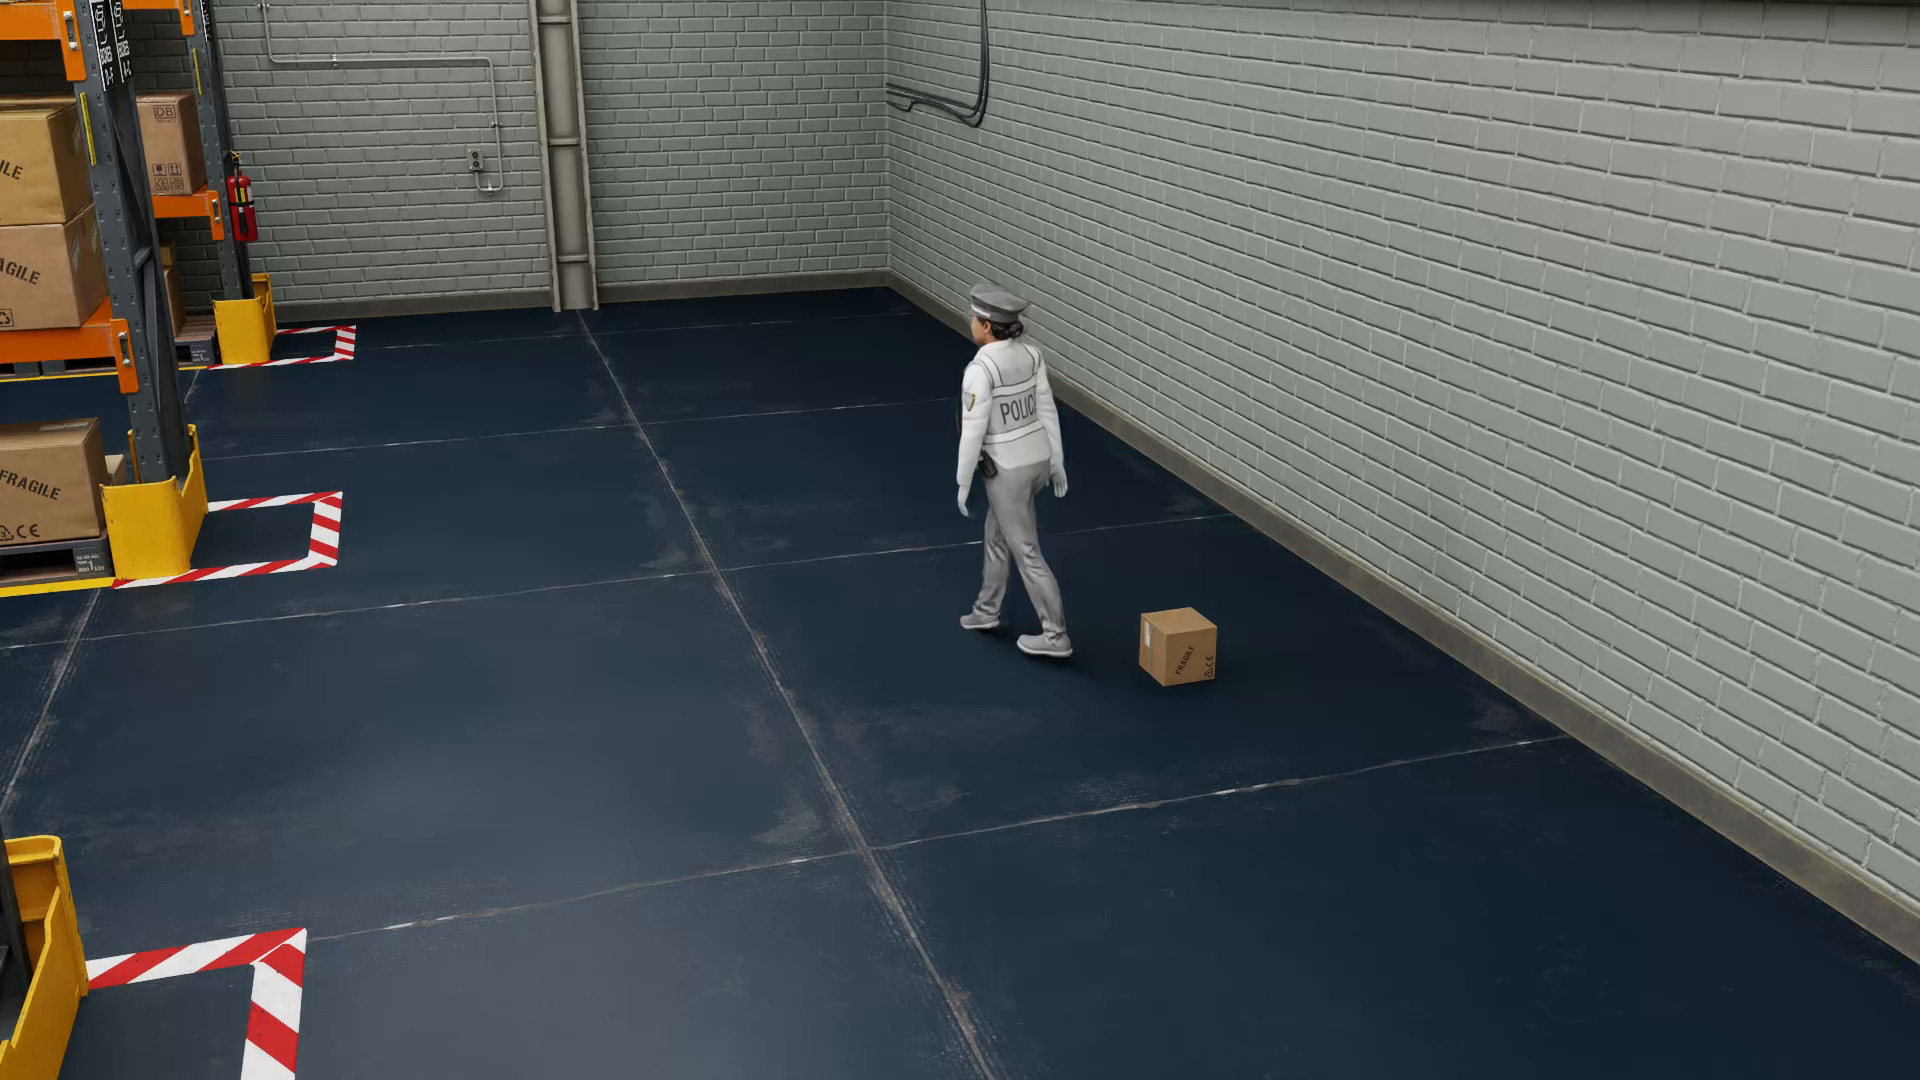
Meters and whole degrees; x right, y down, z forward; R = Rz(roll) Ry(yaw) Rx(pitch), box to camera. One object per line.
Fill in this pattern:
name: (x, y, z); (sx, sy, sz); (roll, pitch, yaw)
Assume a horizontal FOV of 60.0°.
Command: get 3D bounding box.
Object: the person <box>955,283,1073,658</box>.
person: (0.200, -0.281, 7.370); (0.722, 1.695, 0.508); (13, 23, 33)
